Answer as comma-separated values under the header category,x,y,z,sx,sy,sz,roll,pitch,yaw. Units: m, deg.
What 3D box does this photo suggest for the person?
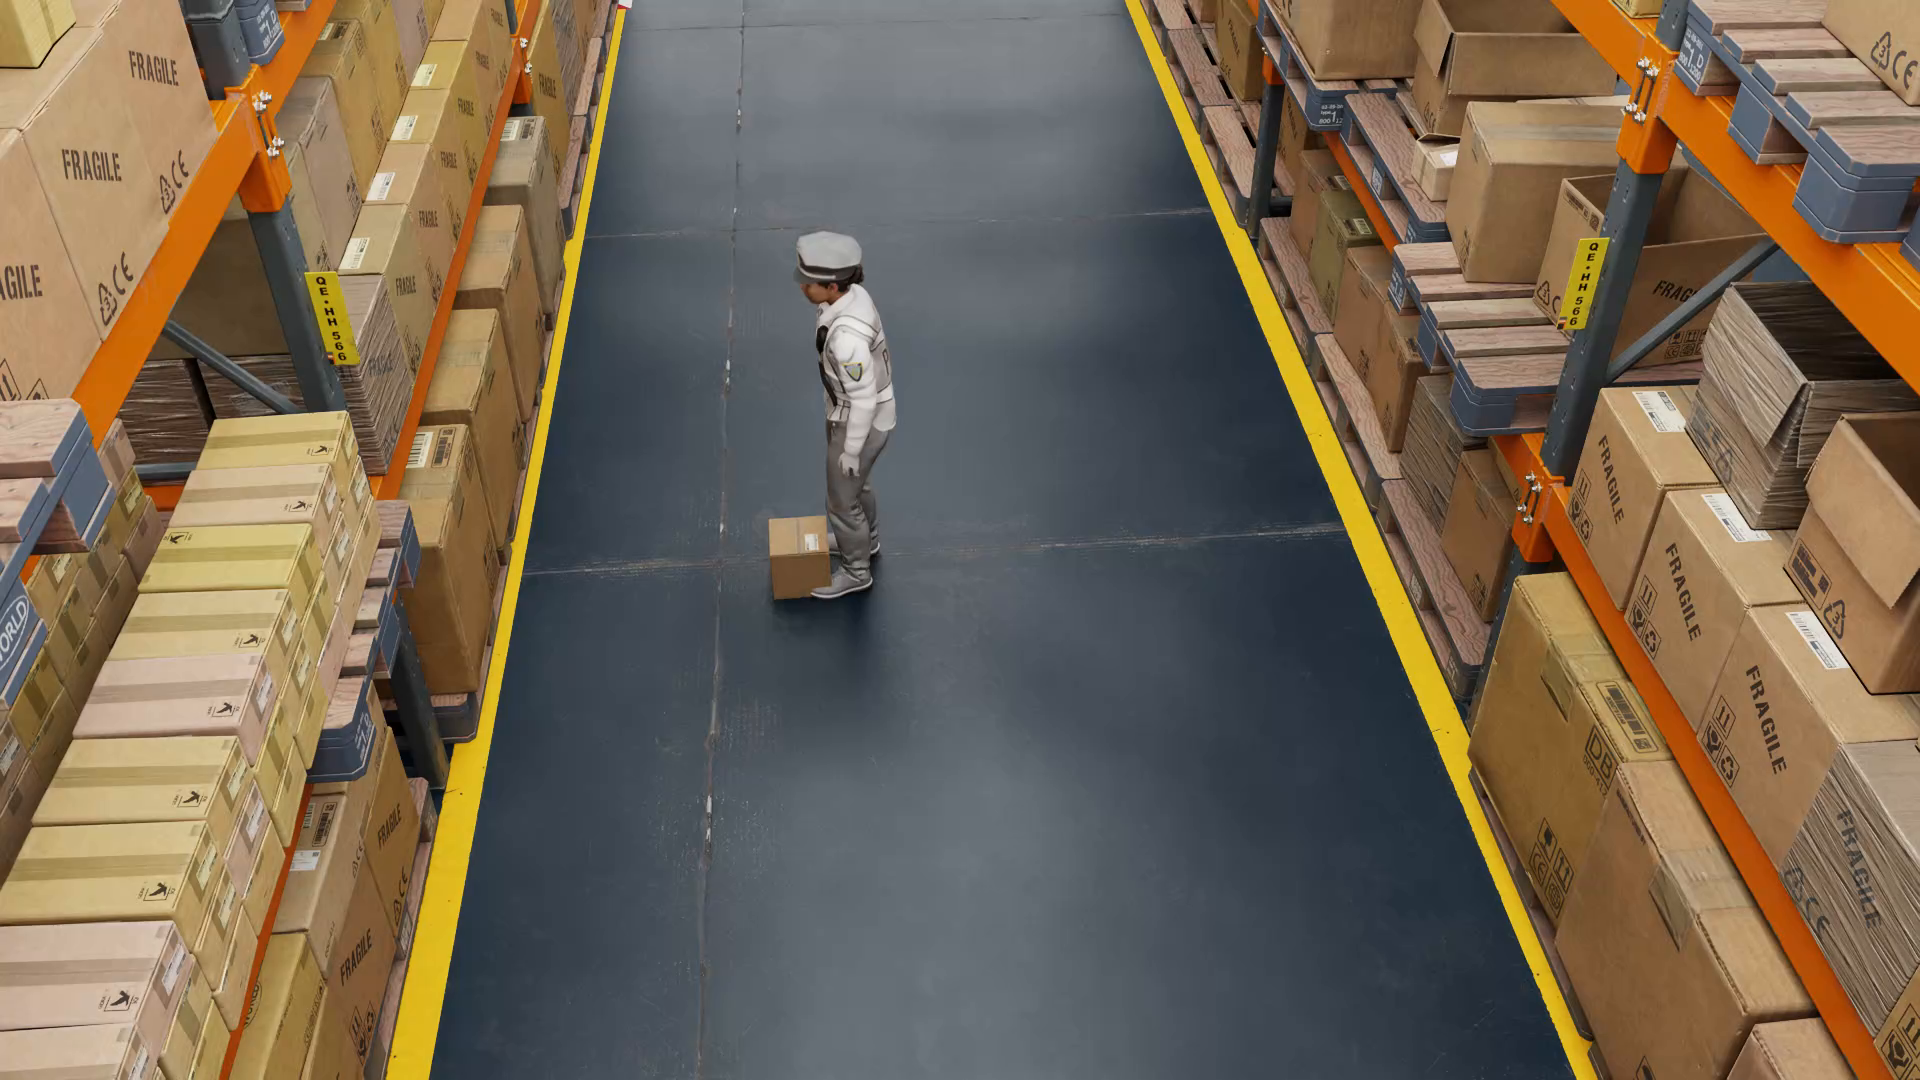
category,x,y,z,sx,sy,sz,roll,pitch,yaw
person,-0.468,-0.484,6.744,0.415,1.662,0.537,-5,40,-6
